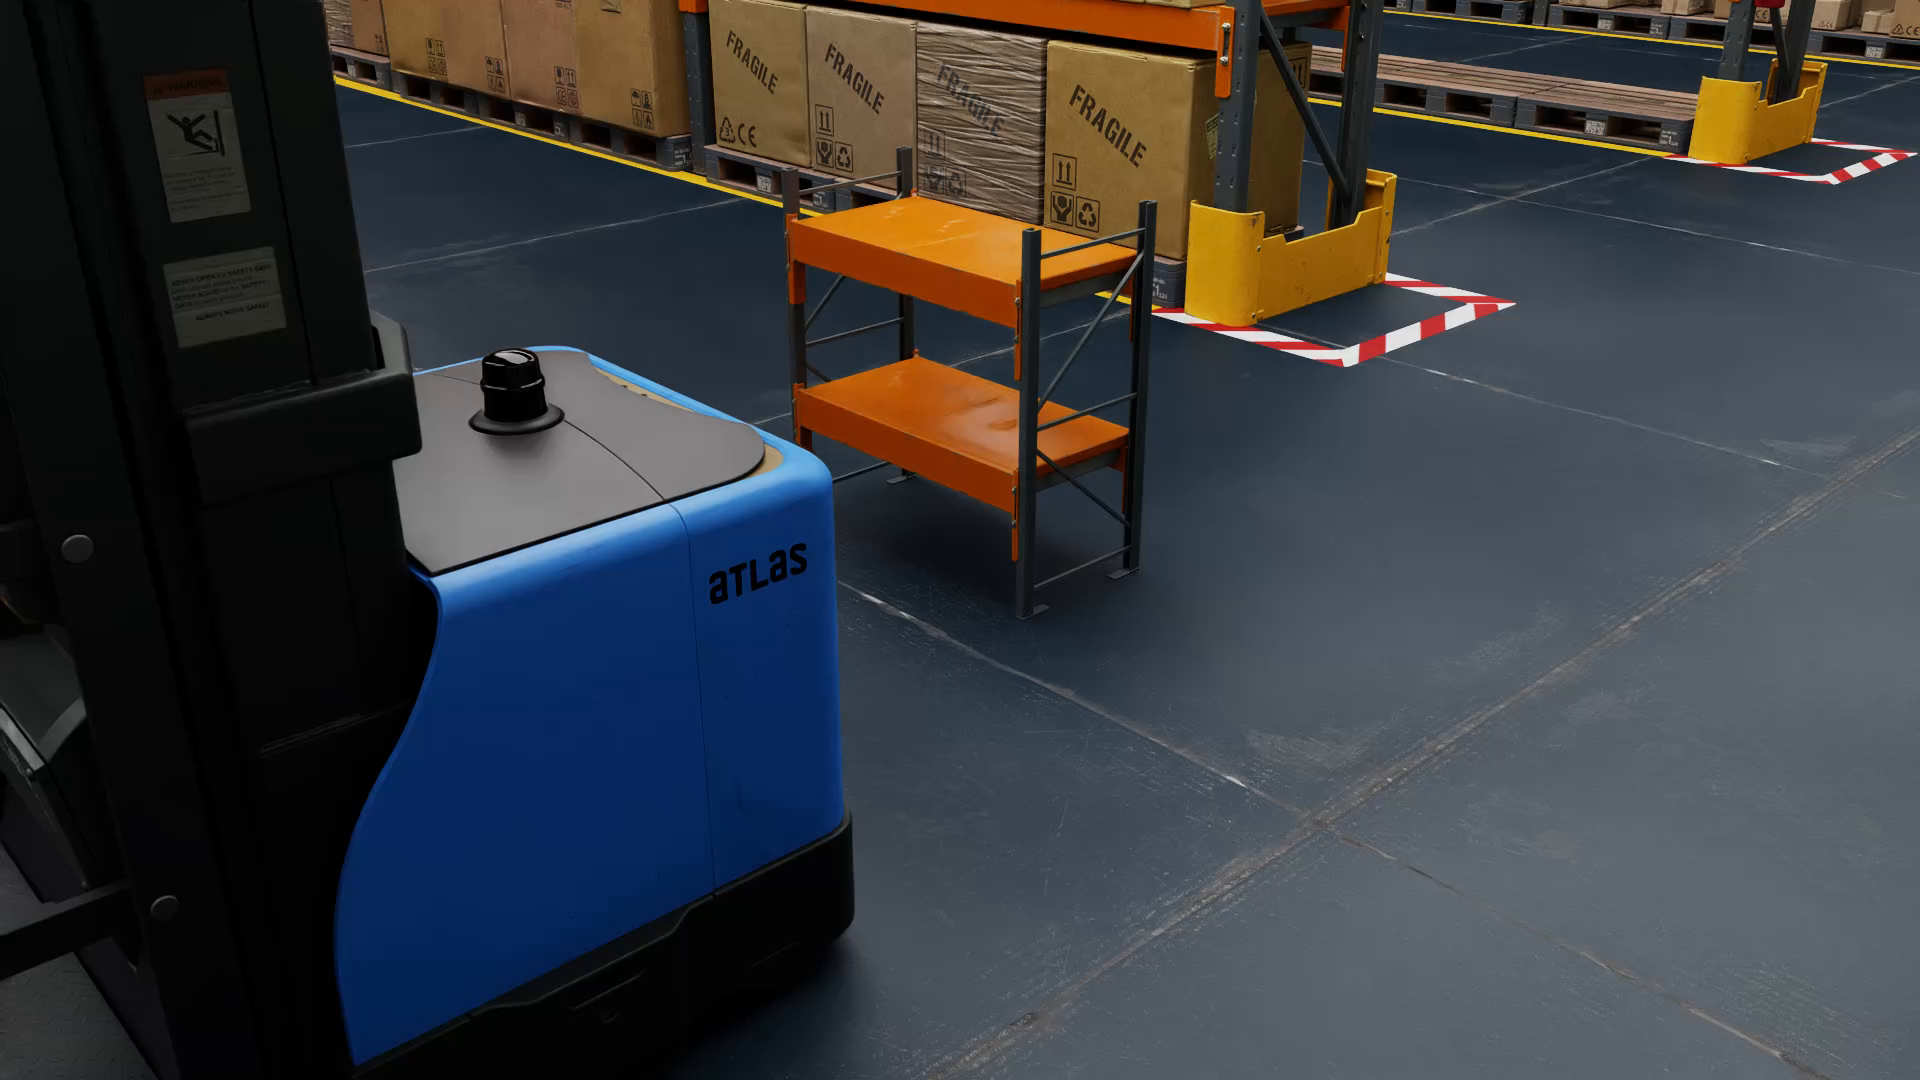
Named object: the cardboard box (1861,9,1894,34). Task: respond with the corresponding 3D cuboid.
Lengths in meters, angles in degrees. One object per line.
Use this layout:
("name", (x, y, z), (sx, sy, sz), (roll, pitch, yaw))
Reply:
("cardboard box", (7.983, -4.475, 14.328), (0.380, 0.166, 0.250), (-21, 32, -38))

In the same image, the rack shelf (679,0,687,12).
("rack shelf", (-2.589, -4.002, 11.275), (1.077, 0.370, 4.000), (-21, 32, -38))

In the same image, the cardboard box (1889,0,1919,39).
("cardboard box", (8.194, -4.478, 13.934), (0.500, 0.500, 0.500), (-21, 32, -38))

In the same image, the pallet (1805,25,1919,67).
("pallet", (8.148, -4.316, 14.457), (1.003, 0.211, 1.213), (-21, 32, -38))

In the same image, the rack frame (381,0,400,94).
("rack frame", (-3.956, -4.935, 12.454), (1.000, 3.000, 0.127), (-21, 32, -38))

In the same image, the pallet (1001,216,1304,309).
("pallet", (0.908, -1.463, 8.202), (1.003, 0.211, 1.213), (-21, 32, -38))

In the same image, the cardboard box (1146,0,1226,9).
("cardboard box", (1.028, -2.411, 7.225), (0.380, 0.149, 0.250), (-20, 32, -38))

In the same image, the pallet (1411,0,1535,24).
("pallet", (5.428, -5.499, 17.050), (1.003, 0.211, 1.213), (-21, 32, -38))

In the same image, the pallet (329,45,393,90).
("pallet", (-4.489, -3.903, 13.552), (1.003, 0.211, 1.213), (-21, 32, -38))

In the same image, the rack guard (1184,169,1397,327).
("rack guard", (1.528, -1.367, 7.644), (1.175, 0.500, 0.348), (-21, 32, -38))

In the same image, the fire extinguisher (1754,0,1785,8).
("fire extinguisher", (4.899, -3.537, 9.931), (0.296, 0.674, 0.183), (-21, 32, -38))

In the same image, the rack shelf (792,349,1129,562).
("rack shelf", (0.005, -0.287, 5.114), (0.538, 0.278, 1.000), (-21, 32, -38))

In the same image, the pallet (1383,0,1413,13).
("pallet", (4.590, -5.869, 17.861), (1.003, 0.211, 1.213), (-21, 32, -38))

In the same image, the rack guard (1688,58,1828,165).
("rack guard", (5.153, -2.775, 10.732), (1.175, 0.500, 0.348), (-21, 32, -38))

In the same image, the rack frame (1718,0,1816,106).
("rack frame", (5.127, -3.916, 10.221), (1.000, 3.000, 0.127), (-21, 32, -38))

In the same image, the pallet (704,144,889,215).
("pallet", (-0.759, -2.202, 9.822), (1.003, 0.211, 1.213), (-21, 32, -38))

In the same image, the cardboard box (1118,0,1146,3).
("cardboard box", (0.849, -2.490, 7.396), (0.380, 0.149, 0.250), (-21, 32, -38))

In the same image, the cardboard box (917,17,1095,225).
("cardboard box", (0.394, -2.183, 8.474), (0.875, 0.875, 0.875), (-21, 32, -38))

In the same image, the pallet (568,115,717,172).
("pallet", (-1.804, -2.667, 10.841), (1.003, 0.211, 1.213), (-21, 32, -38))

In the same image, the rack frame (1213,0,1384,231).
("rack frame", (1.512, -2.511, 7.141), (1.000, 3.000, 0.127), (-21, 32, -38))

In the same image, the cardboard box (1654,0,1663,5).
("cardboard box", (6.908, -5.247, 16.041), (0.380, 0.149, 0.250), (-21, 32, -38))

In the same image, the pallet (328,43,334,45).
("pallet", (-5.319, -4.273, 14.362), (1.003, 0.211, 1.213), (-21, 32, -38))

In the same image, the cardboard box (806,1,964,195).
("cardboard box", (-0.214, -2.452, 9.065), (0.875, 0.875, 0.875), (-21, 32, -38))

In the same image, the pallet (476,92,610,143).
("pallet", (-2.643, -3.037, 11.652), (1.003, 0.211, 1.213), (-21, 32, -38))

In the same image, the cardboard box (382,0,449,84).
("cardboard box", (-3.500, -3.944, 12.336), (0.875, 0.875, 1.225), (22, 32, 39))

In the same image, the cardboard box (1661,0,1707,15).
("cardboard box", (6.739, -4.996, 15.470), (0.380, 0.166, 0.250), (-21, 32, -38))

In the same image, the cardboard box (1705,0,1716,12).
("cardboard box", (7.121, -5.190, 15.721), (0.500, 0.311, 0.500), (-21, 32, -38))

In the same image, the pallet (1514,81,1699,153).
("pallet", (4.592, -2.909, 11.371), (1.003, 0.211, 1.213), (-21, 32, -38))

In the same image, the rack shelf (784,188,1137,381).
("rack shelf", (0.005, -0.776, 4.891), (0.538, 0.278, 1.000), (-21, 32, -38))

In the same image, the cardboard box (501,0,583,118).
("cardboard box", (-2.285, -3.406, 11.156), (0.875, 0.875, 1.225), (22, 33, 40))

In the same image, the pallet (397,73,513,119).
("pallet", (-3.472, -3.406, 12.462), (1.003, 0.211, 1.213), (-21, 32, -38))

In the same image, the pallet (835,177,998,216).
("pallet", (0.079, -1.832, 9.012), (1.003, 0.211, 1.213), (-21, 32, -38))

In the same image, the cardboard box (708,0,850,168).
("cardboard box", (-0.829, -2.725, 9.663), (0.875, 0.875, 0.875), (-21, 32, -38))

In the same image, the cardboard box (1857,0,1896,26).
("cardboard box", (8.239, -4.666, 14.647), (0.500, 0.250, 0.500), (-21, 32, -38))

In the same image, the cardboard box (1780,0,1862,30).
("cardboard box", (7.567, -4.661, 14.635), (0.500, 0.250, 0.500), (-21, 32, -38))

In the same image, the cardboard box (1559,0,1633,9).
("cardboard box", (6.141, -5.321, 16.008), (0.500, 0.311, 0.500), (-21, 32, -38))

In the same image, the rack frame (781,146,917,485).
("rack frame", (-0.343, -0.664, 5.350), (0.500, 1.125, 0.032), (-21, 32, -38))

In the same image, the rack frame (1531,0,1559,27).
("rack frame", (6.012, -6.532, 15.955), (1.000, 3.000, 0.127), (-21, 32, -38))

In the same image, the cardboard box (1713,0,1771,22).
("cardboard box", (7.300, -5.029, 15.137), (0.797, 0.503, 0.637), (-21, 32, -38))

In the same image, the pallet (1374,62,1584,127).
("pallet", (3.762, -3.278, 12.181), (1.003, 0.211, 1.213), (-21, 32, -38))

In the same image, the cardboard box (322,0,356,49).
("cardboard box", (-4.817, -4.360, 13.674), (0.500, 0.500, 0.700), (21, 32, 38))

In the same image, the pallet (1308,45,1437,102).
("pallet", (2.924, -3.648, 12.992), (1.003, 0.211, 1.213), (-21, 32, -38))

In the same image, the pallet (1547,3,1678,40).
("pallet", (6.480, -5.055, 16.077), (1.003, 0.211, 1.213), (-21, 32, -38))

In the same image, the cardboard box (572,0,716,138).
("cardboard box", (-1.674, -3.136, 10.564), (1.225, 0.875, 0.875), (-21, 32, -38))

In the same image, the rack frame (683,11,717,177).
("rack frame", (-1.222, -3.723, 9.797), (1.000, 3.000, 0.127), (-21, 32, -38))

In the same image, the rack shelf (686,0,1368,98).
("rack shelf", (0.145, -2.790, 8.618), (1.077, 0.370, 4.000), (-21, 32, -38))

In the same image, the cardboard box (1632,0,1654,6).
("cardboard box", (6.608, -5.503, 16.180), (0.500, 0.500, 0.500), (-21, 32, -38))

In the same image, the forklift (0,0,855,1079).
("forklift", (-1.644, -0.239, 2.242), (3.031, 2.935, 1.130), (-21, 32, -38))

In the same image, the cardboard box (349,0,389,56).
("cardboard box", (-4.429, -4.195, 13.314), (0.500, 0.500, 0.700), (22, 32, 39))

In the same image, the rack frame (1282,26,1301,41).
("rack frame", (2.393, -5.128, 12.877), (1.000, 3.000, 0.127), (-21, 32, -38))

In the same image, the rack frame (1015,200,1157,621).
("rack frame", (0.352, -0.356, 4.674), (0.500, 1.125, 0.032), (-21, 32, -38))

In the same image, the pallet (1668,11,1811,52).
("pallet", (7.318, -4.685, 15.266), (1.003, 0.211, 1.213), (-21, 32, -38))

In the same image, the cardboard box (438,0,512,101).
("cardboard box", (-2.896, -3.672, 11.739), (1.225, 0.875, 0.875), (-21, 32, -38))

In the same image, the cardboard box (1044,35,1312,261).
("cardboard box", (1.016, -1.907, 7.870), (0.875, 0.875, 0.875), (-21, 32, -38))

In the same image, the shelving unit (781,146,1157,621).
("shelving unit", (0.005, -0.510, 5.012), (0.538, 1.125, 1.048), (-21, 32, -38))

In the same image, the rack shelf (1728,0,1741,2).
("rack shelf", (3.760, -4.195, 11.698), (1.077, 0.370, 4.000), (-21, 32, -38))
